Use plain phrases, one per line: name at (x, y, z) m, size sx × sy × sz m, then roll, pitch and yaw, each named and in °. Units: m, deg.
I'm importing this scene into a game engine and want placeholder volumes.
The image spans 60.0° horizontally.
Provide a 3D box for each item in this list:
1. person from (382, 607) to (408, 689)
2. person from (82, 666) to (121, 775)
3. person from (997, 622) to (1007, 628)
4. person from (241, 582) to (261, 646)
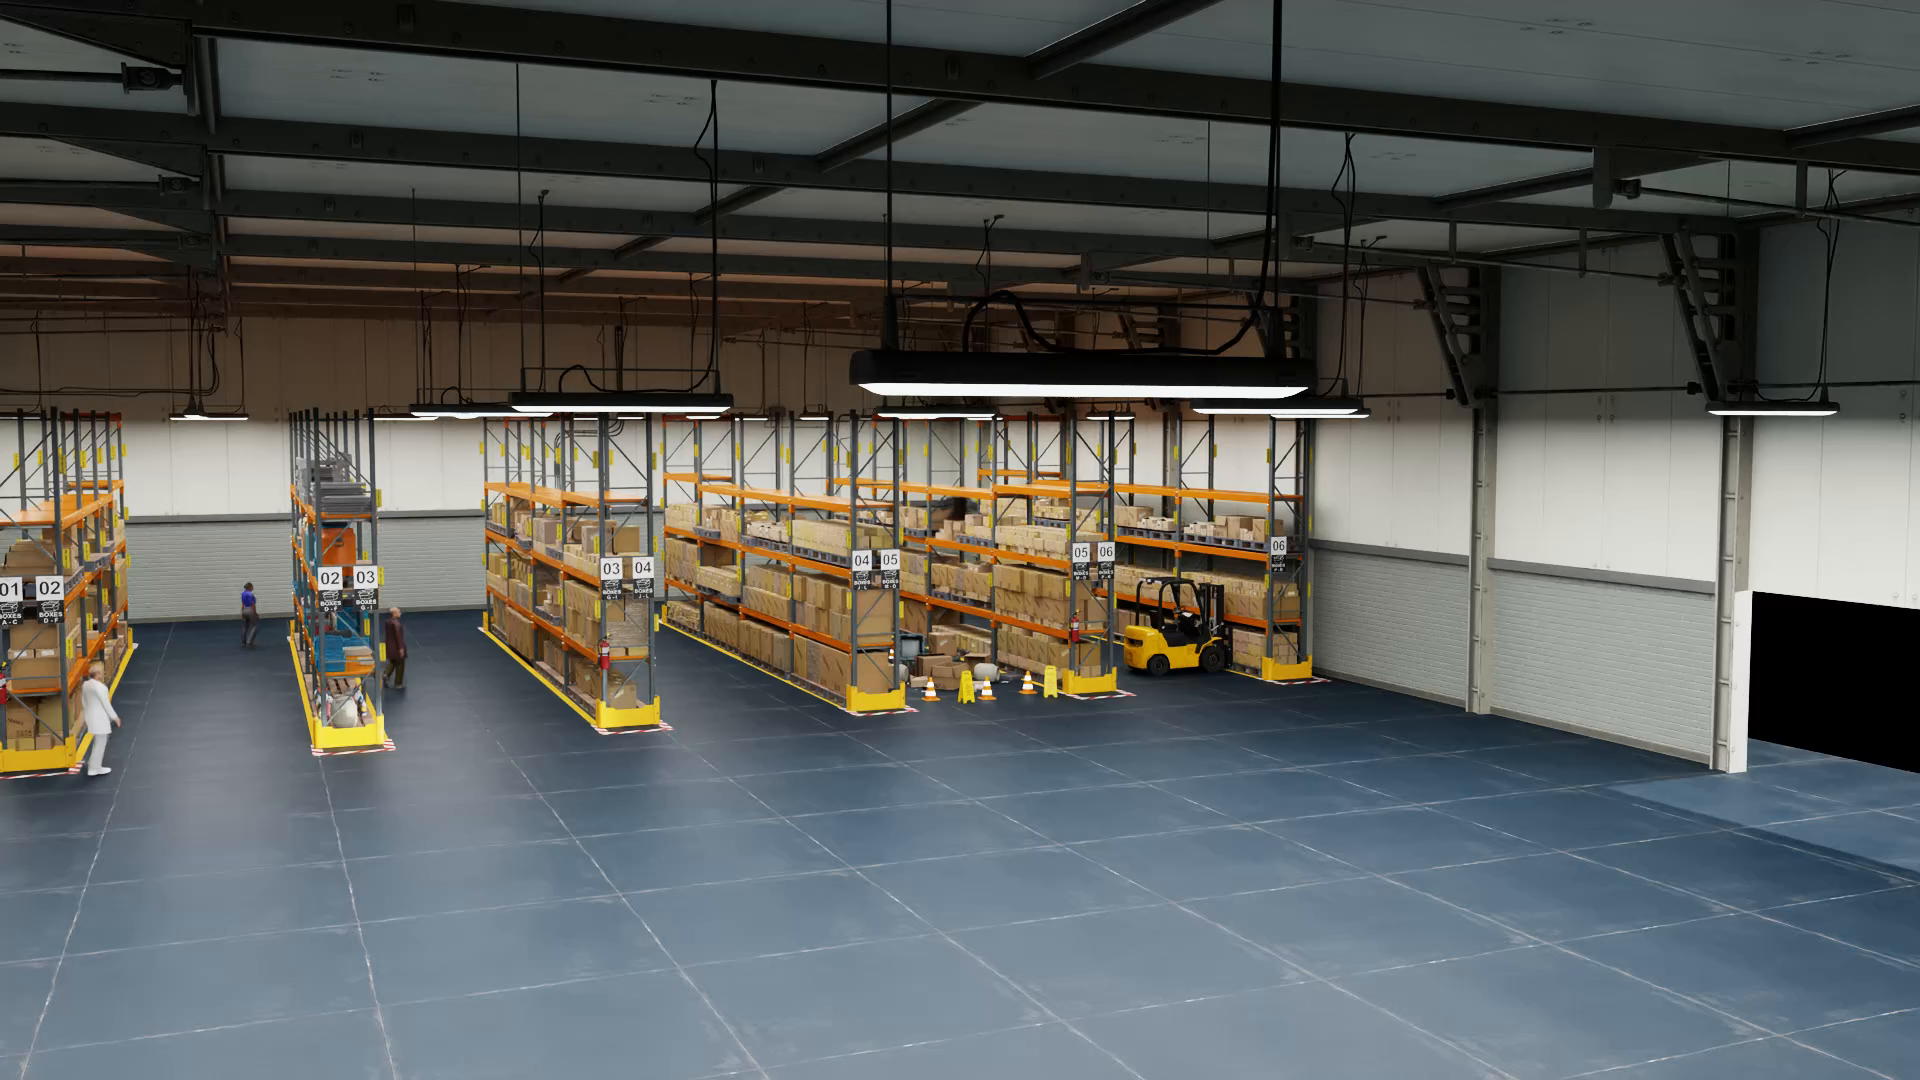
person at (-12.164, 2.321, 35.699) m, size 0.535 × 1.770 × 0.664 m, roll 1°, pitch 4°, yaw 17°
person at (-14.024, 2.946, 27.071) m, size 0.635 × 1.823 × 0.500 m, roll 2°, pitch 4°, yaw 27°
person at (1.203, 1.569, 46.676) m, size 0.633 × 1.781 × 0.593 m, roll -2°, pitch 4°, yaw -25°
person at (-18.208, 1.899, 42.613) m, size 0.569 × 1.659 × 0.353 m, roll 3°, pitch 5°, yaw 37°
